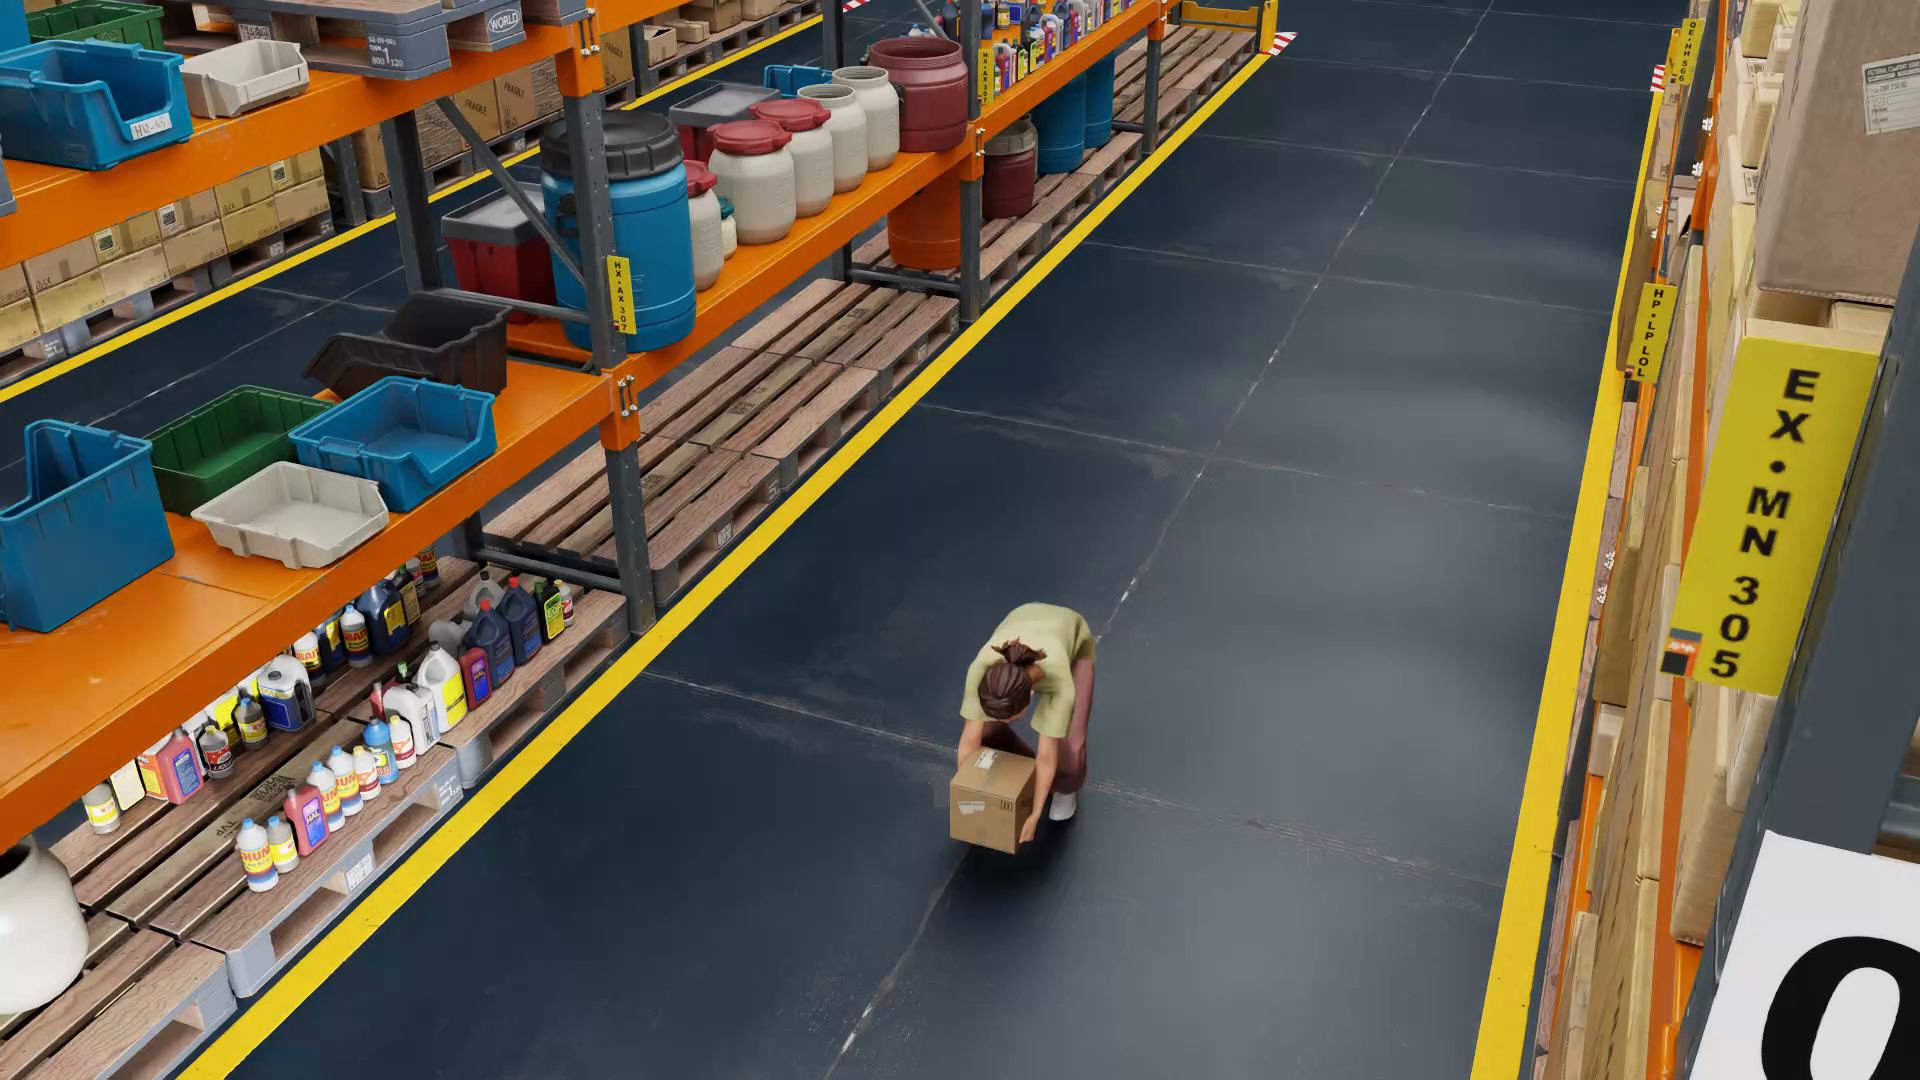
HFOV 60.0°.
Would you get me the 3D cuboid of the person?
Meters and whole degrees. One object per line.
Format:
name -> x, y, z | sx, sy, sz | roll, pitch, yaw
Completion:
person -> 0.253, 0.678, 6.213 | 0.472, 0.914, 0.852 | 10, 31, 17
